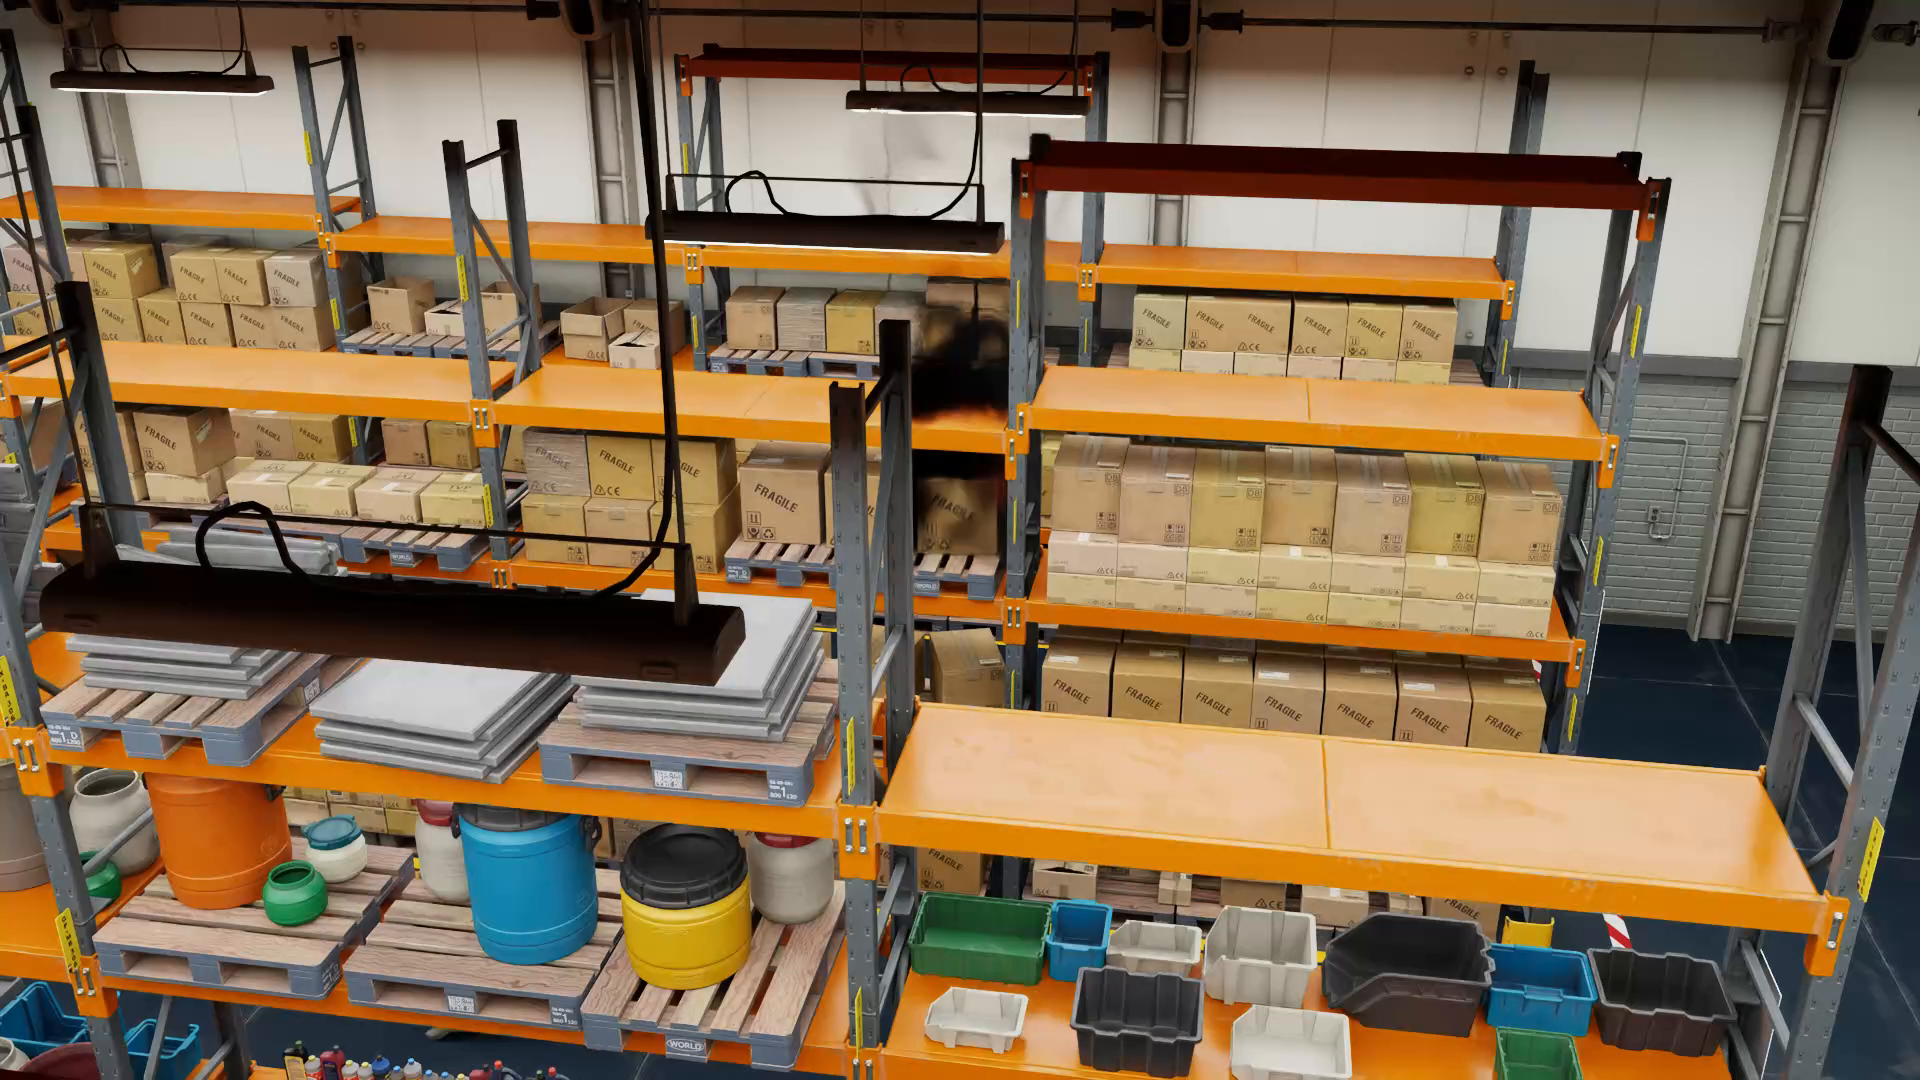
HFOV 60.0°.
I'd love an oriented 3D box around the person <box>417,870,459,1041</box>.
[{"bbox_3d":[-3.416,2.697,11.701,0.880,1.824,0.598,0,23,0],"label":"person"}]
